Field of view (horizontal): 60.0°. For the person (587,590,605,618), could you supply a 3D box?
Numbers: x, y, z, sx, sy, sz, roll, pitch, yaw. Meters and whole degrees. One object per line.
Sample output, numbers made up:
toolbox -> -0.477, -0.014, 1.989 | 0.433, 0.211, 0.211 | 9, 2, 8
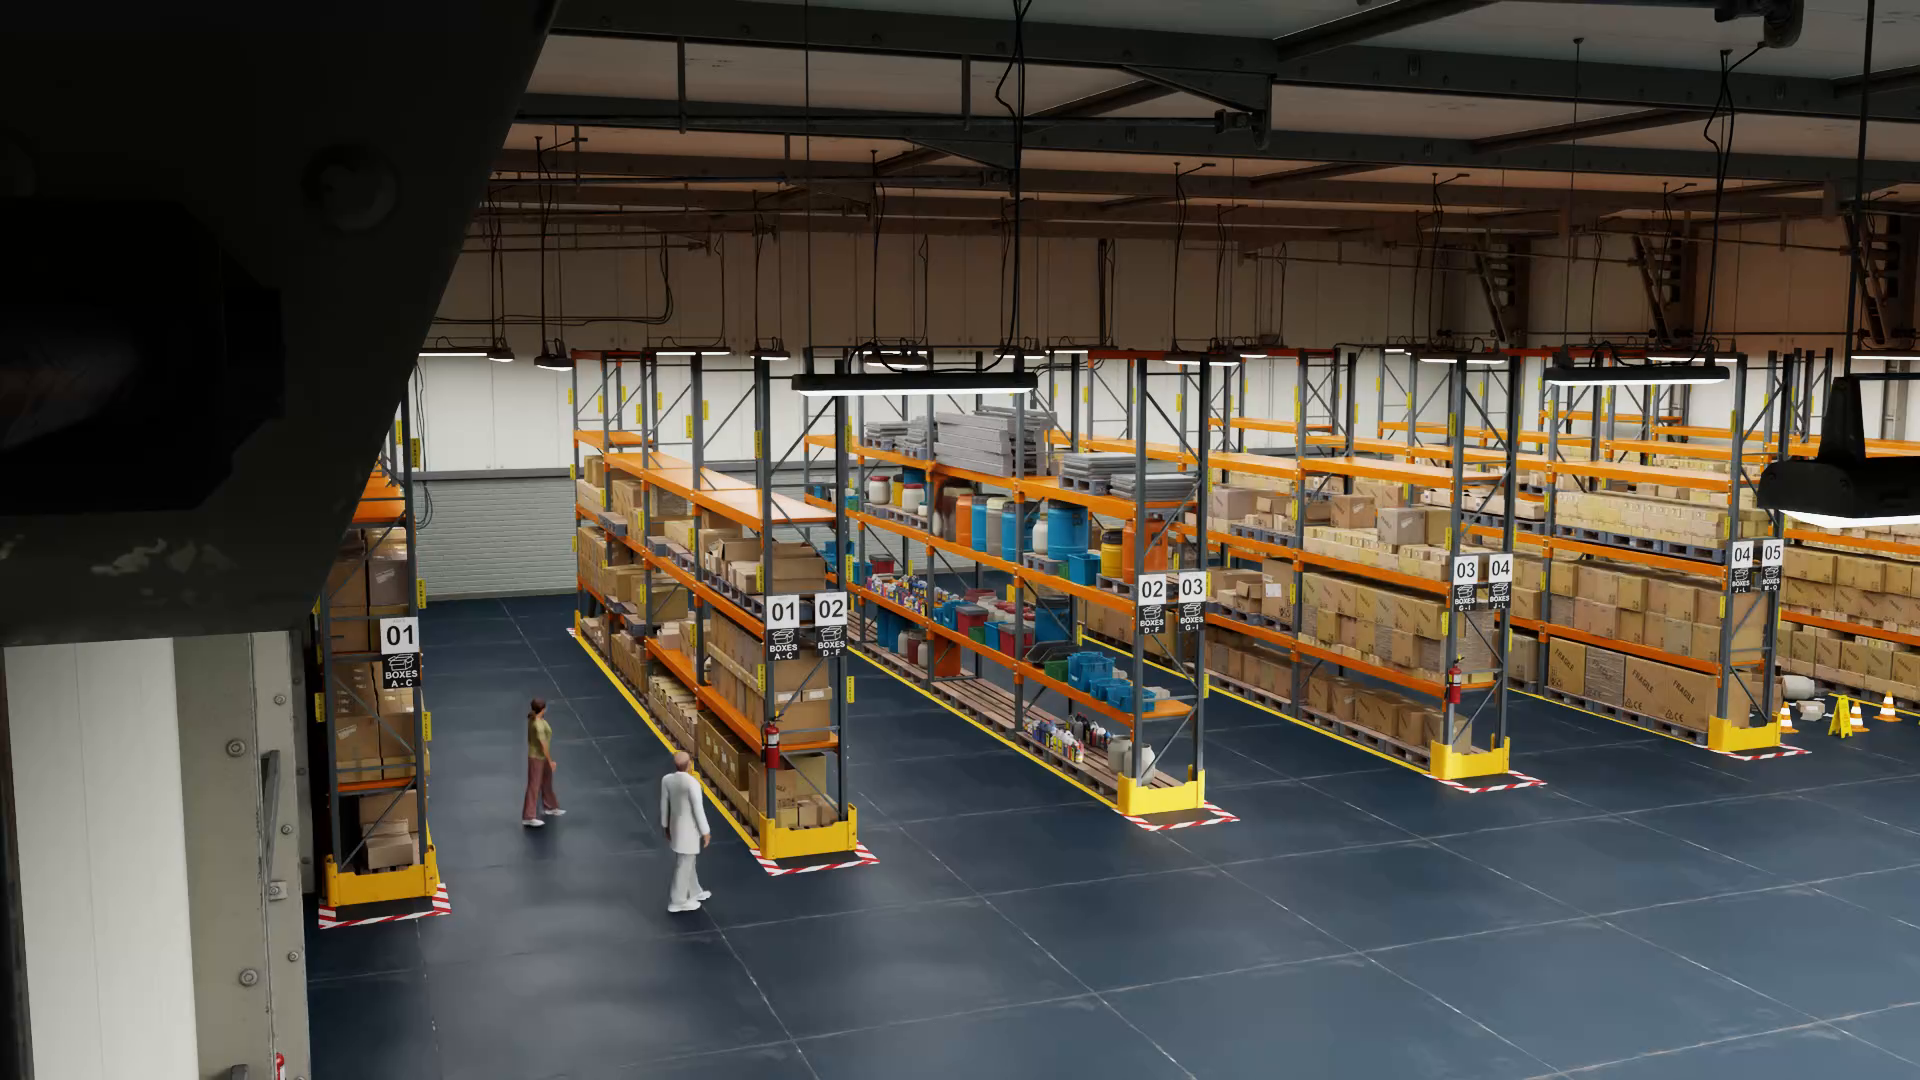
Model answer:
person -> -7.855, 1.002, 36.196 | 0.631, 1.870, 0.470 | -2, 8, -19

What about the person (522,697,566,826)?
person -> -5.416, 2.840, 21.573 | 0.581, 1.682, 0.626 | -2, 7, -16

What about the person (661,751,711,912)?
person -> -2.957, 3.185, 18.314 | 0.644, 1.783, 0.617 | -5, 9, -36
